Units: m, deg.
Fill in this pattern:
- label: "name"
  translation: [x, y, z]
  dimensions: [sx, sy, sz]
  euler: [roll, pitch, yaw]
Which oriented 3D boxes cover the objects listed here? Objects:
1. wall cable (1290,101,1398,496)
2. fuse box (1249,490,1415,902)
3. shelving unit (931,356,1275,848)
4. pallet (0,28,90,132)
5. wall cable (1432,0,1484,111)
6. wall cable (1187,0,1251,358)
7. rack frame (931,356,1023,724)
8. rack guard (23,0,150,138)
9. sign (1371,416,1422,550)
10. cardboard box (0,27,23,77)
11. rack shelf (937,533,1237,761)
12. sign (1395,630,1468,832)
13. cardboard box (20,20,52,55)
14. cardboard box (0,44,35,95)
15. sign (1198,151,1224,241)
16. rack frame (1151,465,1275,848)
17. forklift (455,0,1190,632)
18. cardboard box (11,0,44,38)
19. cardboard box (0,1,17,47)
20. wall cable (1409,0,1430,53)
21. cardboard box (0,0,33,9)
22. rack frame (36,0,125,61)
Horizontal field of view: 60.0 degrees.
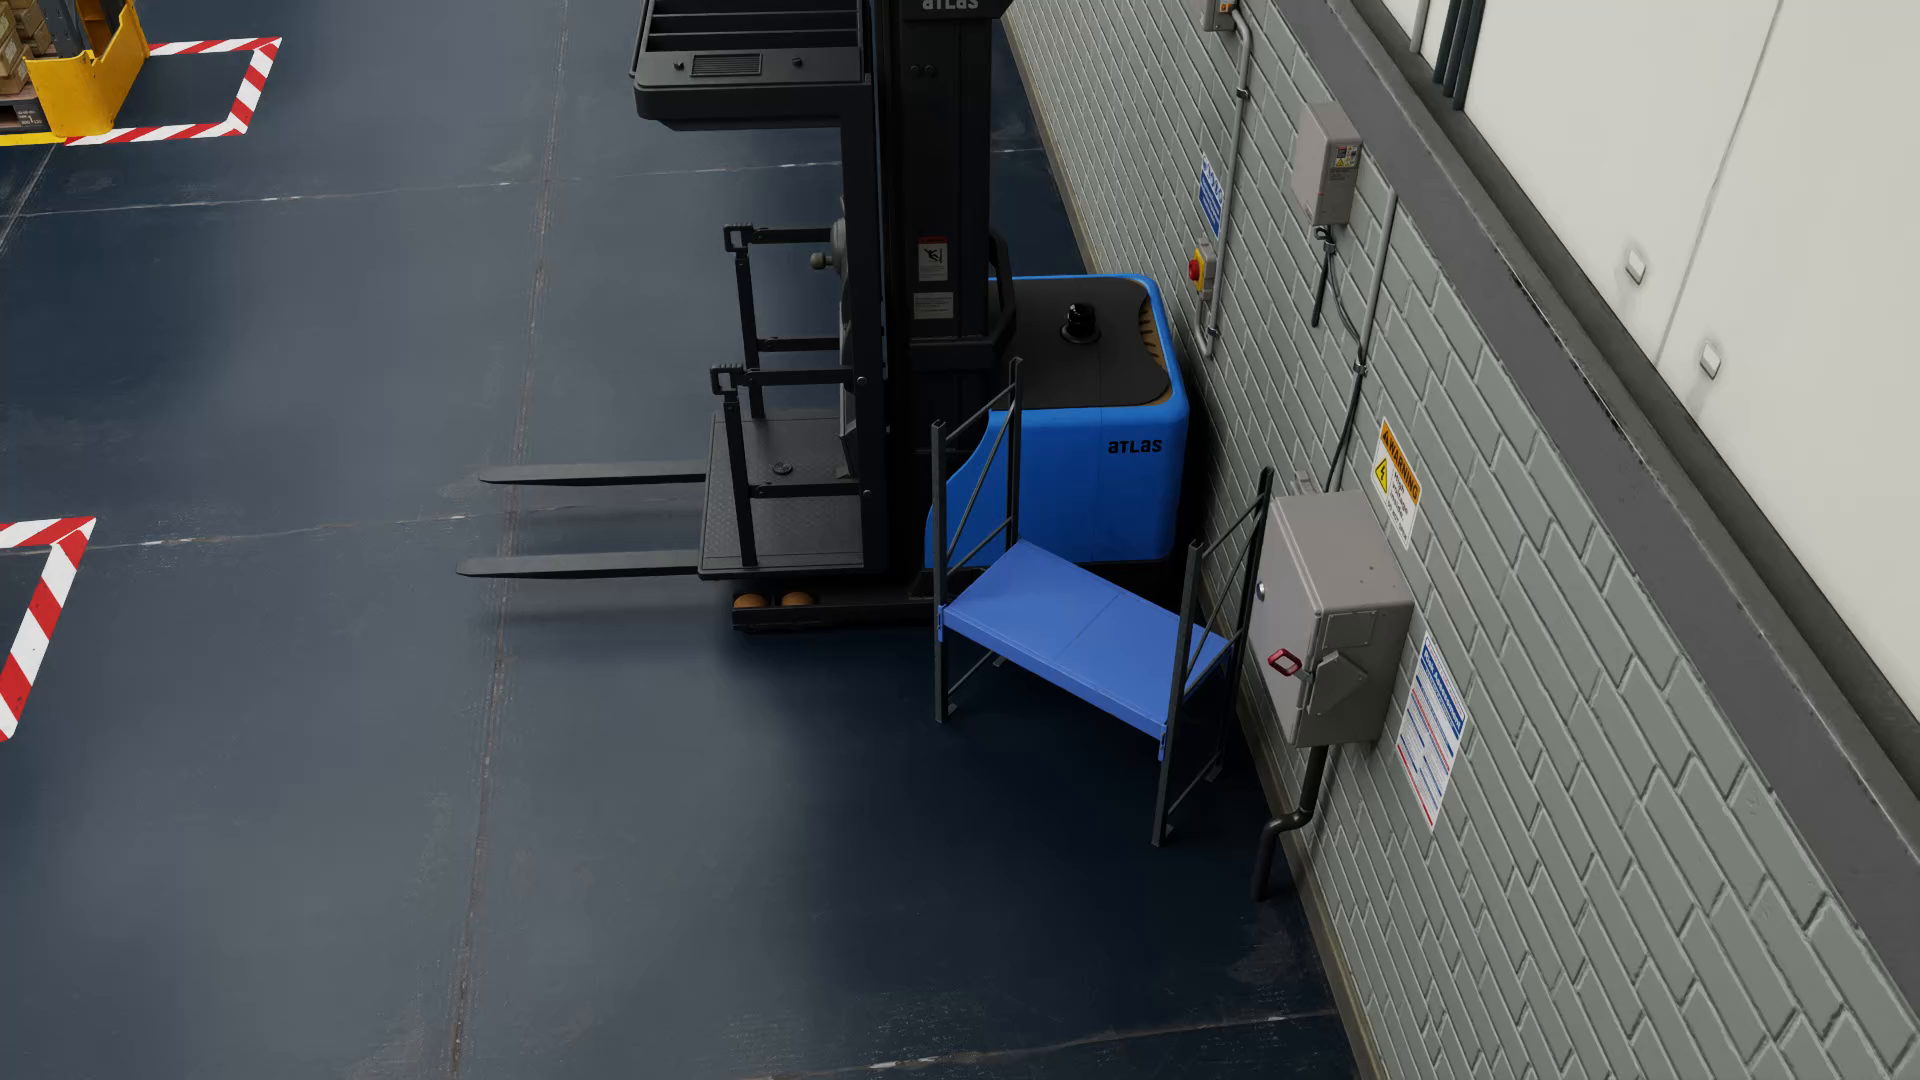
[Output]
- label: "wall cable"
  translation: [1.123, -0.648, 5.181]
  dimensions: [0.122, 1.984, 0.588]
  euler: [-5, 42, -6]
- label: "fuse box"
  translation: [1.055, 0.674, 5.436]
  dimensions: [0.414, 1.711, 0.539]
  euler: [-5, 42, -6]
- label: "shelving unit"
  translation: [0.471, 0.244, 6.071]
  dimensions: [1.048, 1.500, 0.538]
  euler: [27, 48, 27]
- label: "pallet"
  translation: [-6.288, -2.896, 10.514]
  dimensions: [1.213, 0.211, 1.003]
  euler: [-5, 42, -6]
- label: "wall cable"
  translation: [1.362, -1.276, 2.129]
  dimensions: [0.133, 3.039, 2.988]
  euler: [-5, 42, -6]
- label: "wall cable"
  translation: [0.928, -1.601, 6.214]
  dimensions: [0.123, 1.953, 0.585]
  euler: [-5, 42, -6]
- label: "rack frame"
  translation: [0.065, 0.039, 6.298]
  dimensions: [0.032, 1.500, 0.500]
  euler: [27, 48, 27]
- label: "rack guard"
  translation: [-5.478, -3.050, 10.470]
  dimensions: [0.348, 0.500, 1.175]
  euler: [-5, 42, -6]
- label: "sign"
  translation: [1.253, -0.165, 4.788]
  dimensions: [0.001, 0.242, 0.339]
  euler: [-5, 42, -6]
- label: "cardboard box"
  translation: [-5.889, -2.958, 10.093]
  dimensions: [0.250, 0.149, 0.380]
  euler: [-6, 42, -7]
- label: "rack shelf"
  translation: [0.471, 0.377, 6.191]
  dimensions: [1.000, 0.185, 0.538]
  euler: [27, 48, 27]
- label: "sign"
  translation: [1.325, 0.541, 4.692]
  dimensions: [0.001, 0.494, 0.329]
  euler: [-5, 42, -6]
- label: "cardboard box"
  translation: [-5.964, -3.250, 10.639]
  dimensions: [0.250, 0.149, 0.380]
  euler: [-4, 42, -5]
- label: "cardboard box"
  translation: [-5.897, -2.898, 10.250]
  dimensions: [0.250, 0.149, 0.380]
  euler: [-4, 42, -5]
- label: "sign"
  translation: [0.982, -1.349, 6.516]
  dimensions: [0.001, 0.218, 0.327]
  euler: [-5, 42, -6]
- label: "rack frame"
  translation: [0.877, 0.449, 5.844]
  dimensions: [0.032, 1.500, 0.500]
  euler: [27, 48, 27]
- label: "forklift"
  translation: [-0.625, -1.065, 6.453]
  dimensions: [3.031, 2.935, 1.130]
  euler: [-2, 42, -2]
- label: "cardboard box"
  translation: [-5.955, -3.318, 10.493]
  dimensions: [0.250, 0.149, 0.380]
  euler: [-3, 42, -4]
- label: "cardboard box"
  translation: [-5.895, -3.089, 10.017]
  dimensions: [0.250, 0.149, 0.380]
  euler: [-5, 42, -5]
- label: "wall cable"
  translation: [1.038, -3.116, 4.196]
  dimensions: [0.029, 3.000, 2.355]
  euler: [-5, 42, -6]
- label: "cardboard box"
  translation: [-5.966, -3.484, 10.454]
  dimensions: [0.250, 0.149, 0.380]
  euler: [-7, 42, -7]
- label: "rack frame"
  translation: [-5.402, -3.985, 9.640]
  dimensions: [0.127, 3.000, 1.000]
  euler: [-5, 42, -6]
